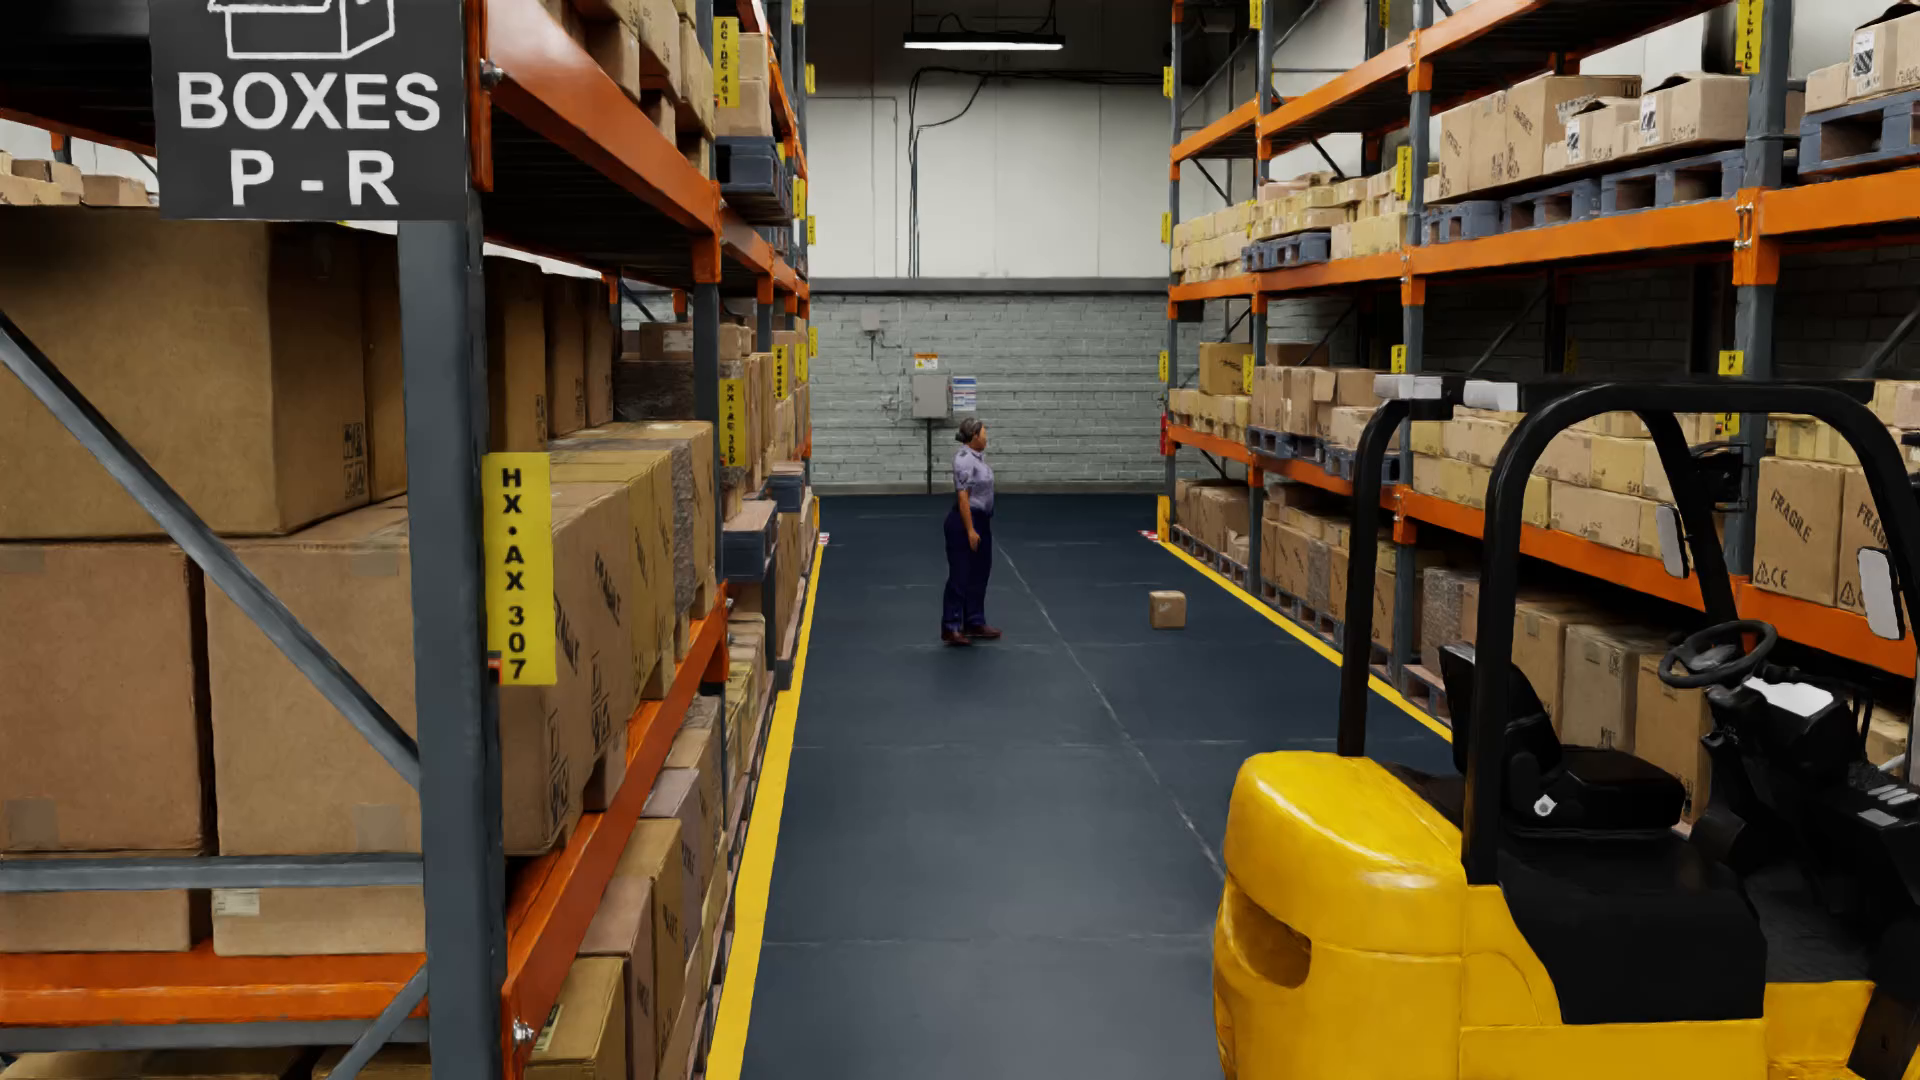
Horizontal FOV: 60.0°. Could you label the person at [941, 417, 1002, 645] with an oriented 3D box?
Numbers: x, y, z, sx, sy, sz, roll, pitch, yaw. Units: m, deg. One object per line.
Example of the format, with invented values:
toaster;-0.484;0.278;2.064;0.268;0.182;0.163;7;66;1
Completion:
person;0.076;-0.077;12.302;0.383;1.660;0.566;2;7;15
